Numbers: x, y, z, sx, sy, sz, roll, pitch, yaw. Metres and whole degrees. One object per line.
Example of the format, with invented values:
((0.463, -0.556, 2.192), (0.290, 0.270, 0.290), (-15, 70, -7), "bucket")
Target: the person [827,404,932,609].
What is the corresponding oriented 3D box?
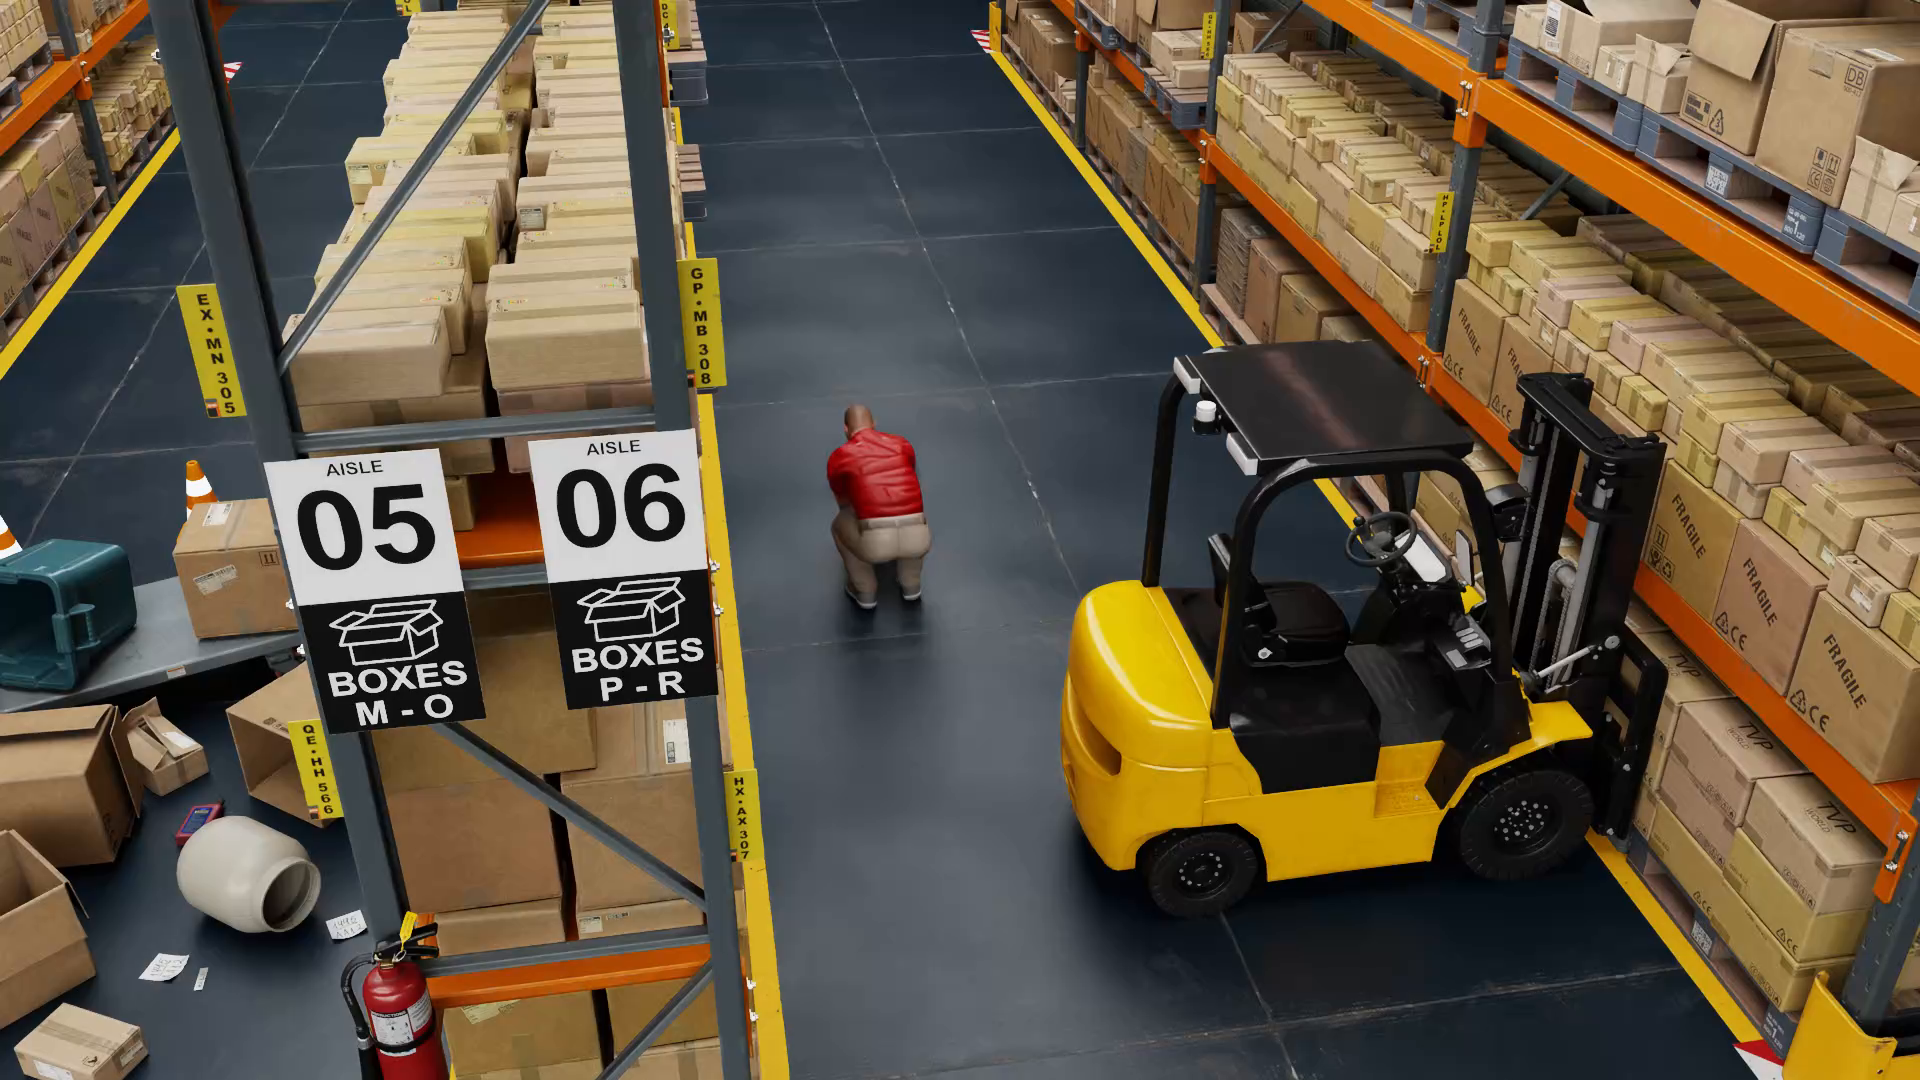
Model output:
((-0.453, -0.190, 9.221), (0.530, 0.989, 0.884), (-7, 31, -12), "person")
